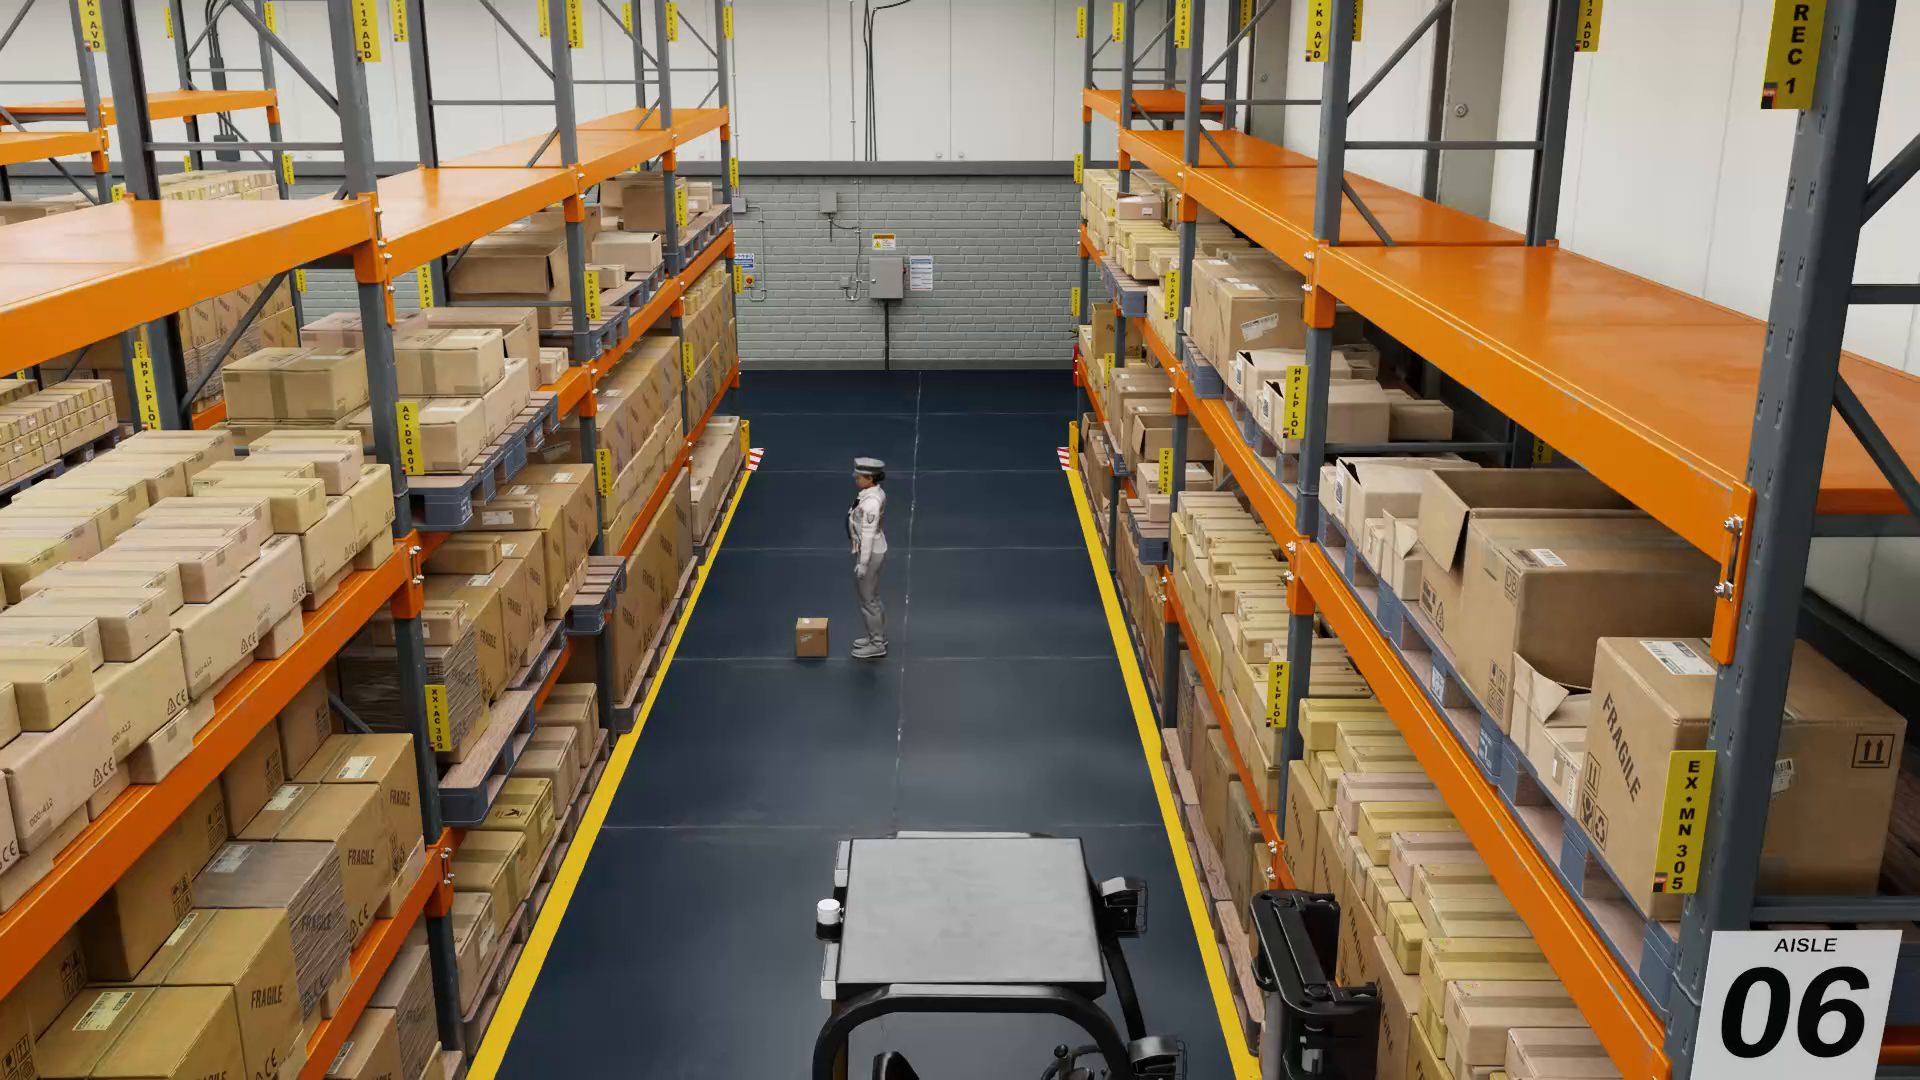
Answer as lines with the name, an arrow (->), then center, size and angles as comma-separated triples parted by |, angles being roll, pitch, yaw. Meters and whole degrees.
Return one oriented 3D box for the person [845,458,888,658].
person -> -0.757, 0.141, 13.600 | 0.329, 1.664, 0.468 | 0, 17, 1
